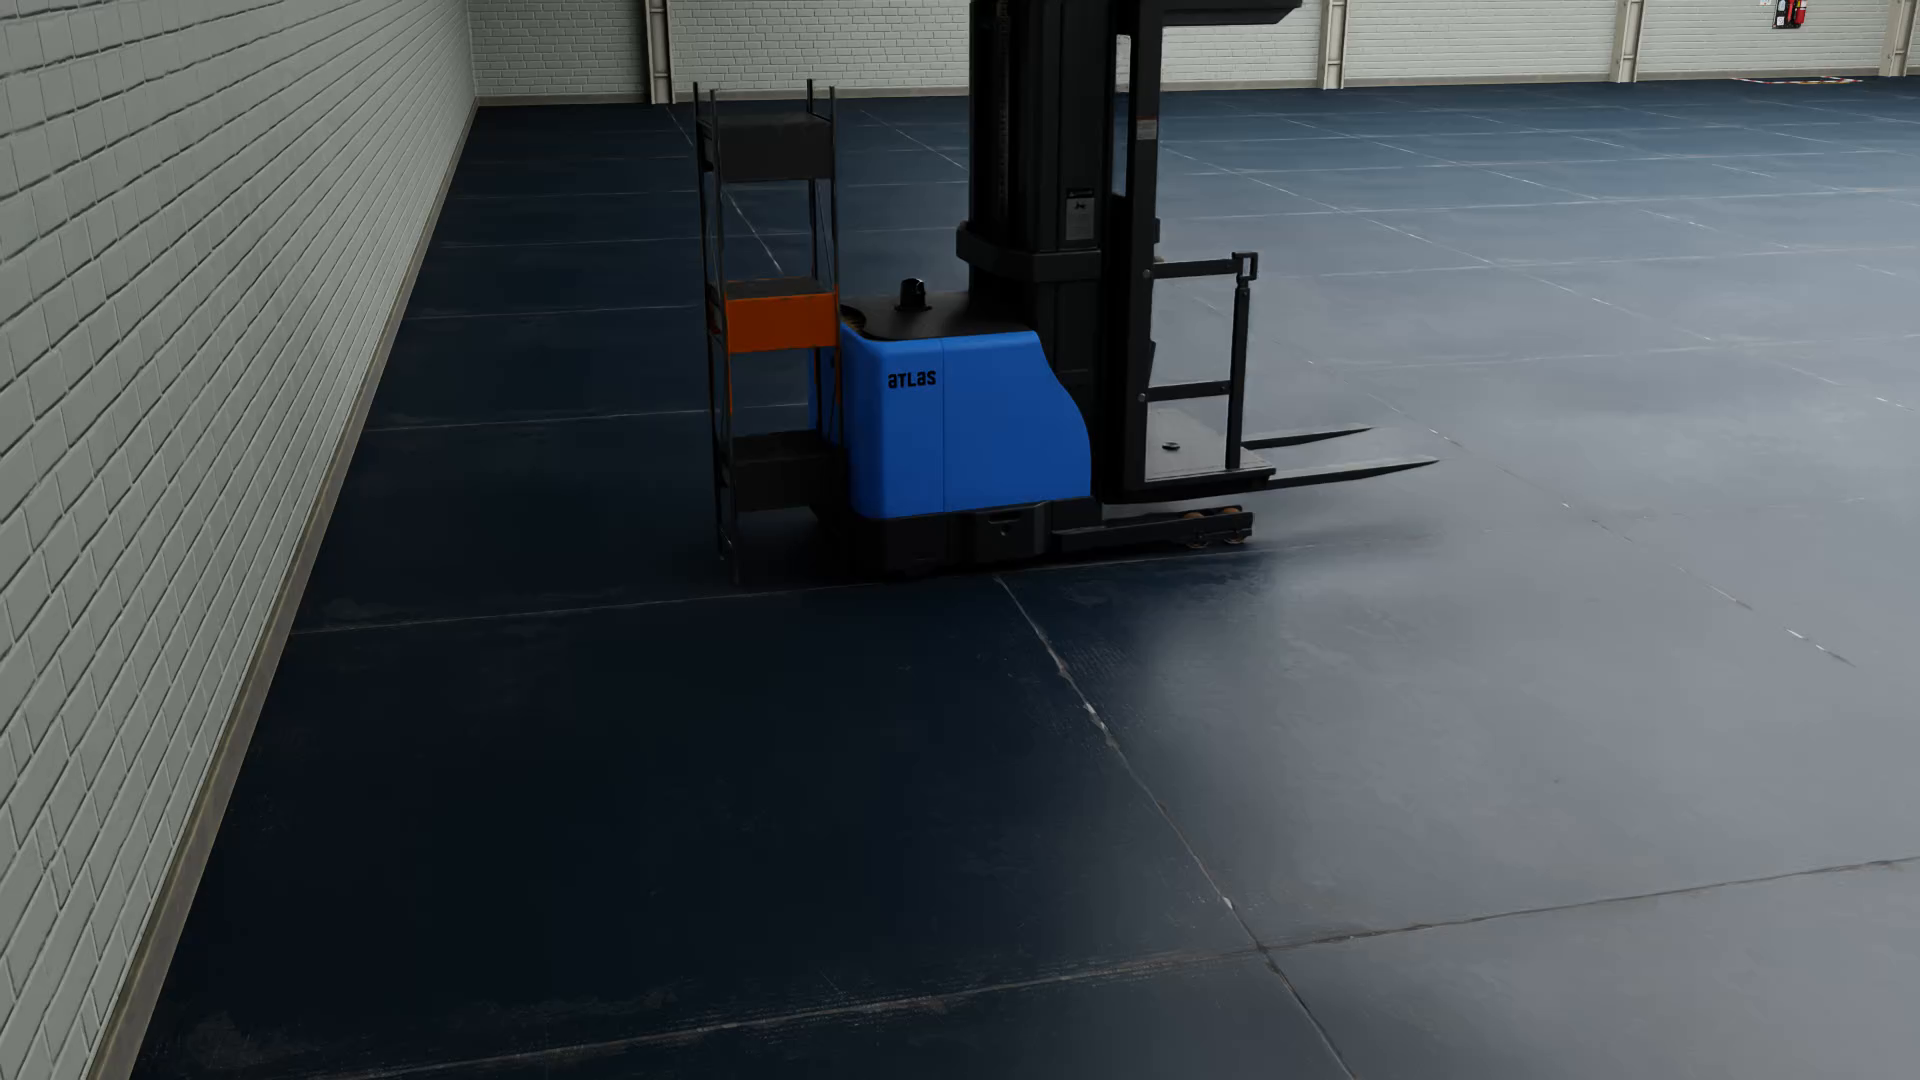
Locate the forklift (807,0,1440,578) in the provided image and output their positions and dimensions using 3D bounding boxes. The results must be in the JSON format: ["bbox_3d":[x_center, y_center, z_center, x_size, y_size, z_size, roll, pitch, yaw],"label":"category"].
[{"bbox_3d":[0.843,-1.499,7.646,3.031,2.935,1.130,-7,21,-18],"label":"forklift"}]

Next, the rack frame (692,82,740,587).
[{"bbox_3d":[-1.036,-0.848,7.076,0.015,2.100,0.400,-7,21,-18],"label":"rack frame"}]

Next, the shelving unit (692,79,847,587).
[{"bbox_3d":[-0.806,-0.876,7.152,0.503,2.100,0.431,-7,21,-18],"label":"shelving unit"}]

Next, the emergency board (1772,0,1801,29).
[{"bbox_3d":[15.984,-10.409,31.870,0.626,1.169,0.157,-5,21,-12],"label":"emergency board"}]

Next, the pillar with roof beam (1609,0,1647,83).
[{"bbox_3d":[13.562,-11.488,26.092,0.400,9.000,9.100,-5,21,-12],"label":"pillar with roof beam"}]

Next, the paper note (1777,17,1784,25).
[{"bbox_3d":[15.808,-9.999,32.031,0.142,0.148,0.016,-5,21,-12],"label":"paper note"}]

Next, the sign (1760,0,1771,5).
[{"bbox_3d":[15.435,-10.411,31.823,0.234,0.329,0.001,-5,21,-12],"label":"sign"}]

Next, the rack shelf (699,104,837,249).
[{"bbox_3d":[-0.806,-1.520,6.916,0.480,0.518,0.431,-7,21,-18],"label":"rack shelf"}]

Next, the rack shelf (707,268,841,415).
[{"bbox_3d":[-0.806,-0.863,7.157,0.480,0.518,0.431,-7,21,-18],"label":"rack shelf"}]

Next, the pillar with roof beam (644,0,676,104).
[{"bbox_3d":[-3.955,-10.063,22.202,0.400,9.000,9.100,-5,21,-12],"label":"pillar with roof beam"}]

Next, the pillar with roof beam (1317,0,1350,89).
[{"bbox_3d":[7.723,-11.013,24.795,0.400,9.000,9.100,-5,21,-12],"label":"pillar with roof beam"}]

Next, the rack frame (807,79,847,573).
[{"bbox_3d":[-0.576,-0.903,7.228,0.015,2.100,0.400,-7,21,-18],"label":"rack frame"}]

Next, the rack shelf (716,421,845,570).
[{"bbox_3d":[-0.806,-0.205,7.398,0.480,0.518,0.431,-7,21,-18],"label":"rack shelf"}]

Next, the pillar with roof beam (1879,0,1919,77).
[{"bbox_3d":[19.401,-11.962,27.388,0.400,9.000,9.100,-5,21,-12],"label":"pillar with roof beam"}]
